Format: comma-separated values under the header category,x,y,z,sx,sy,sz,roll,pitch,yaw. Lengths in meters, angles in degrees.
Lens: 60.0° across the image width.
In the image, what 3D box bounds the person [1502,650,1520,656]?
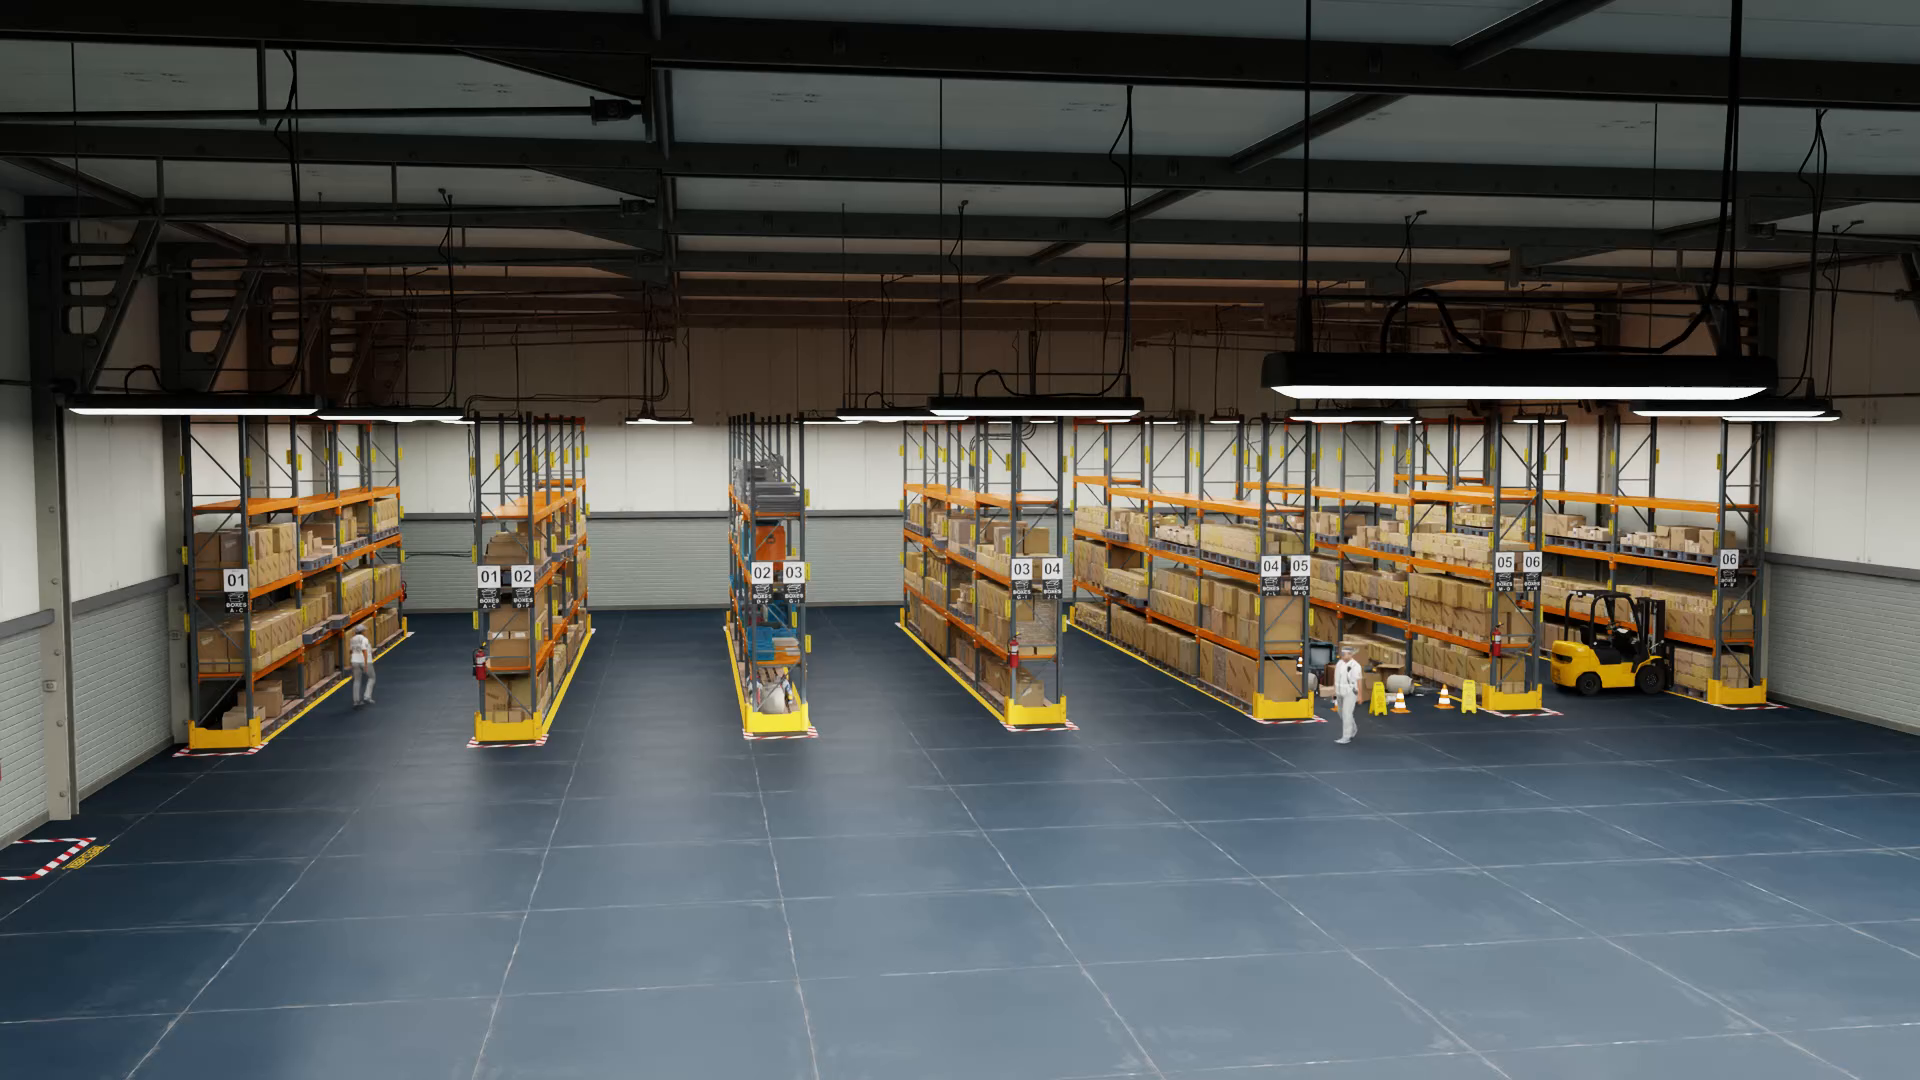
category,x,y,z,sx,sy,sz,roll,pitch,yaw
person,12.611,2.356,38.006,0.535,1.581,0.698,-1,4,-8

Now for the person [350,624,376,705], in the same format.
category,x,y,z,sx,sy,sz,roll,pitch,yaw
person,-12.333,2.573,34.223,0.510,1.670,0.543,0,4,4

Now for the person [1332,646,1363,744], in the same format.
category,x,y,z,sx,sy,sz,roll,pitch,yaw
person,7.061,2.788,30.270,0.837,1.734,0.522,-3,5,-34
